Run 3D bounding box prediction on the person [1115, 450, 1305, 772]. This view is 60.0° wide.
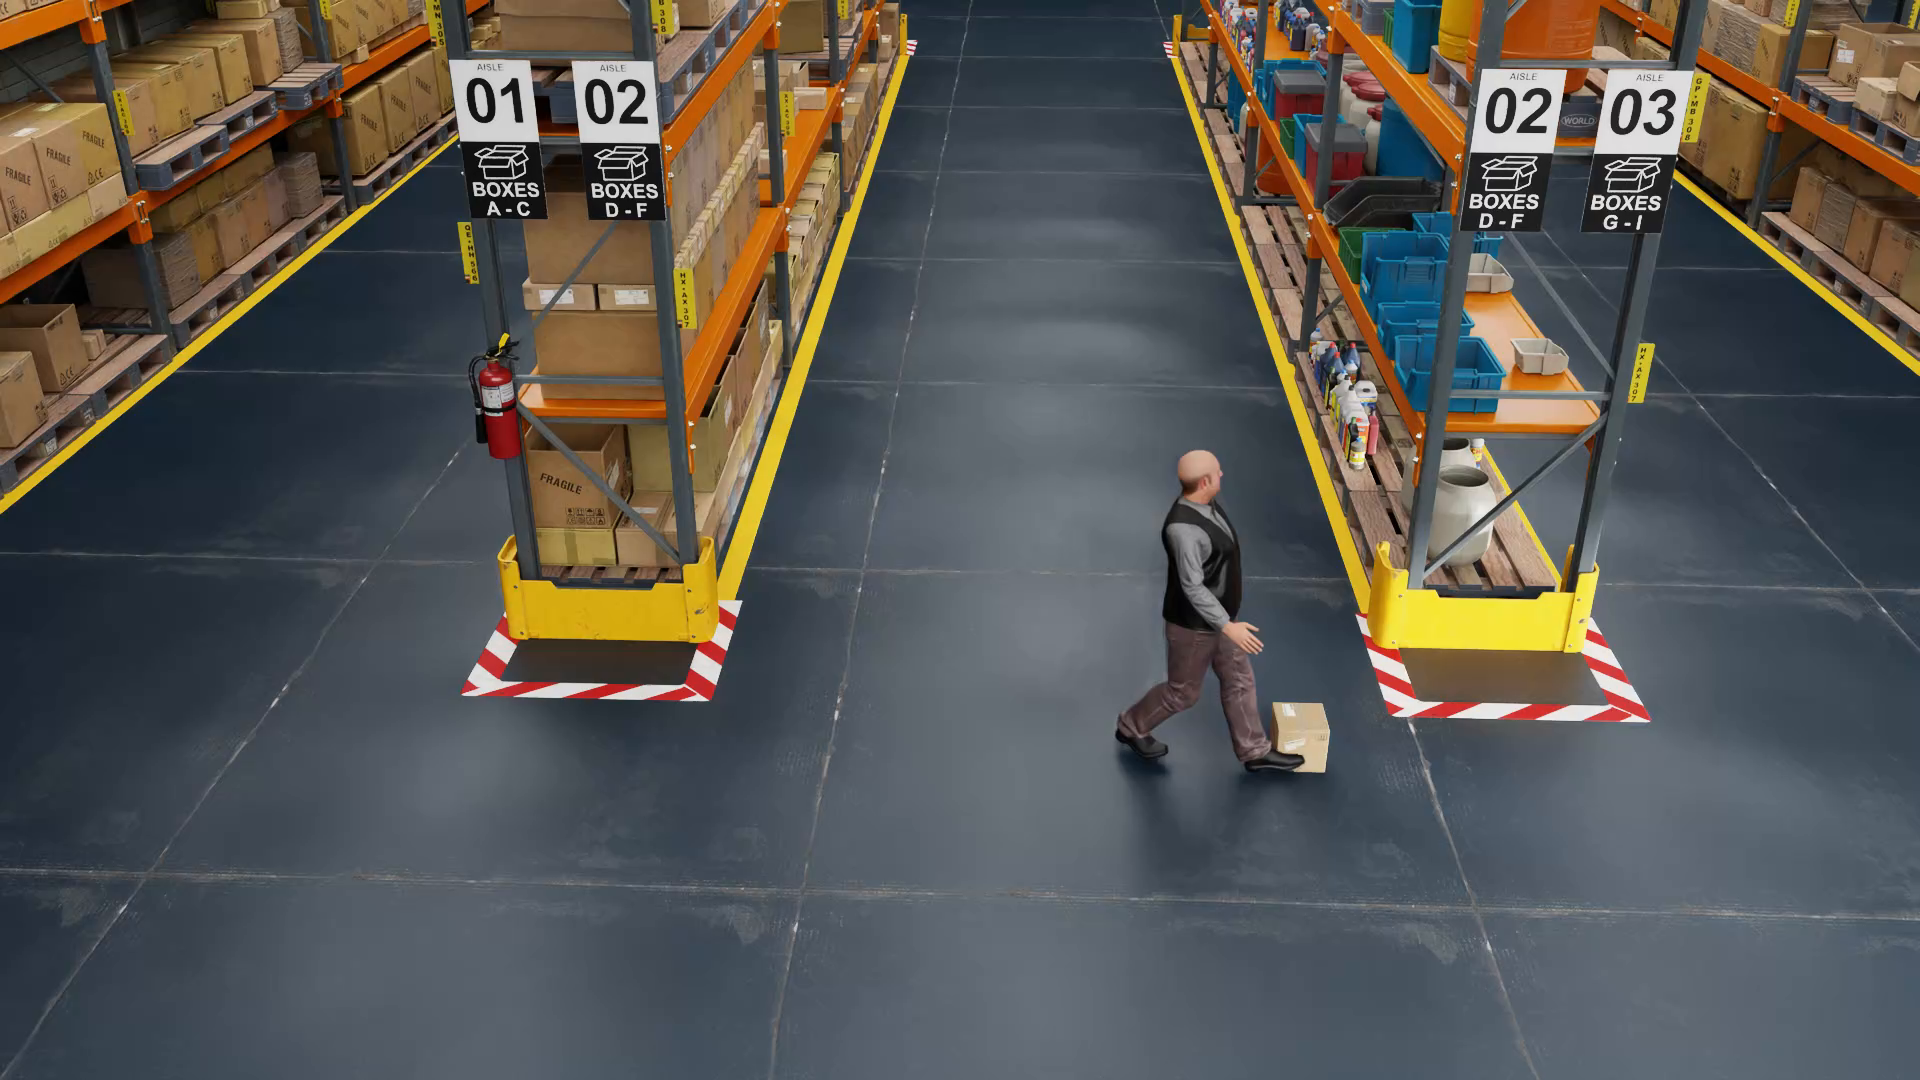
[{"bbox_3d":[1.239,0.416,7.984,0.942,1.585,0.594,10,29,18],"label":"person"}]
